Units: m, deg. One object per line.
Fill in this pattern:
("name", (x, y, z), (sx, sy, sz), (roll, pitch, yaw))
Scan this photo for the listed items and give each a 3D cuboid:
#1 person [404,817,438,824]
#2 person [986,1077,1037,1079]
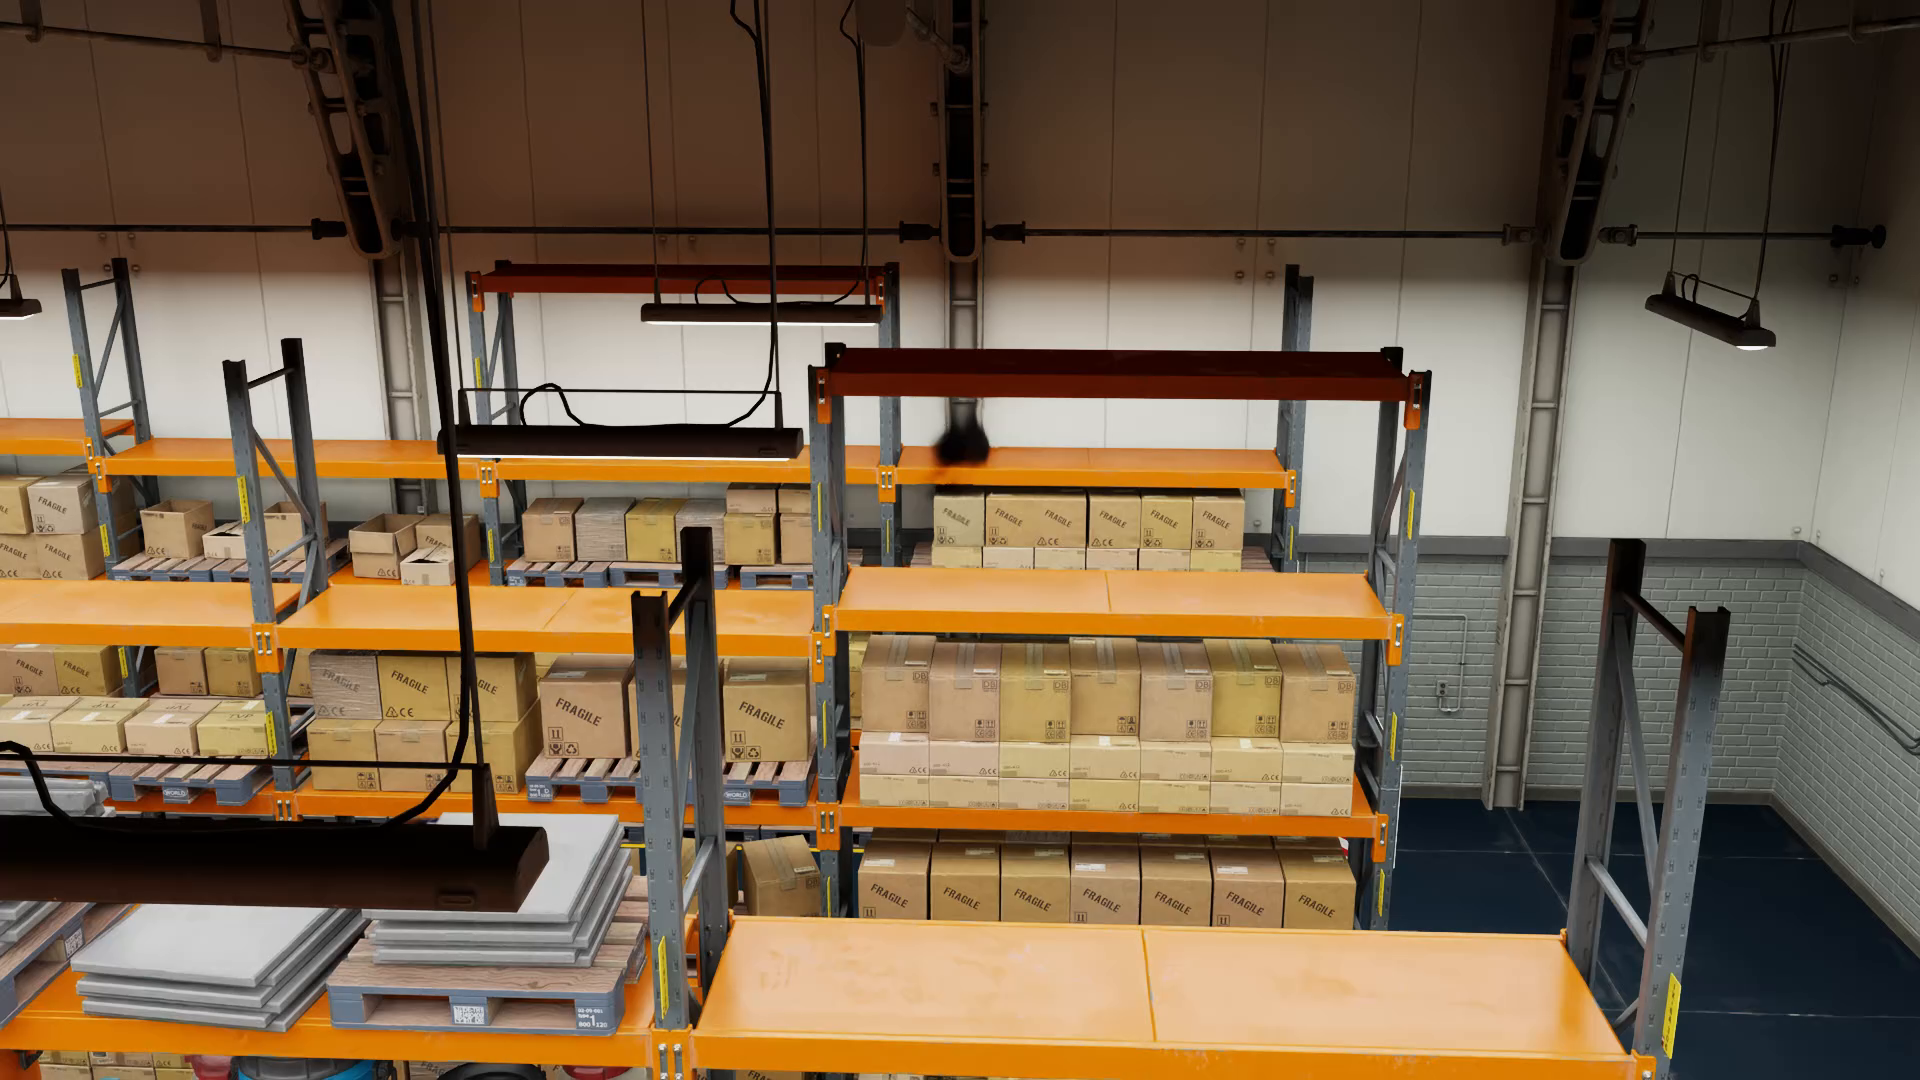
("person", (-5.094, 2.802, 16.066), (0.784, 1.590, 0.587), (0, 16, 0))
("person", (0.326, 4.099, 11.334), (0.678, 1.729, 0.678), (4, 17, 15))
